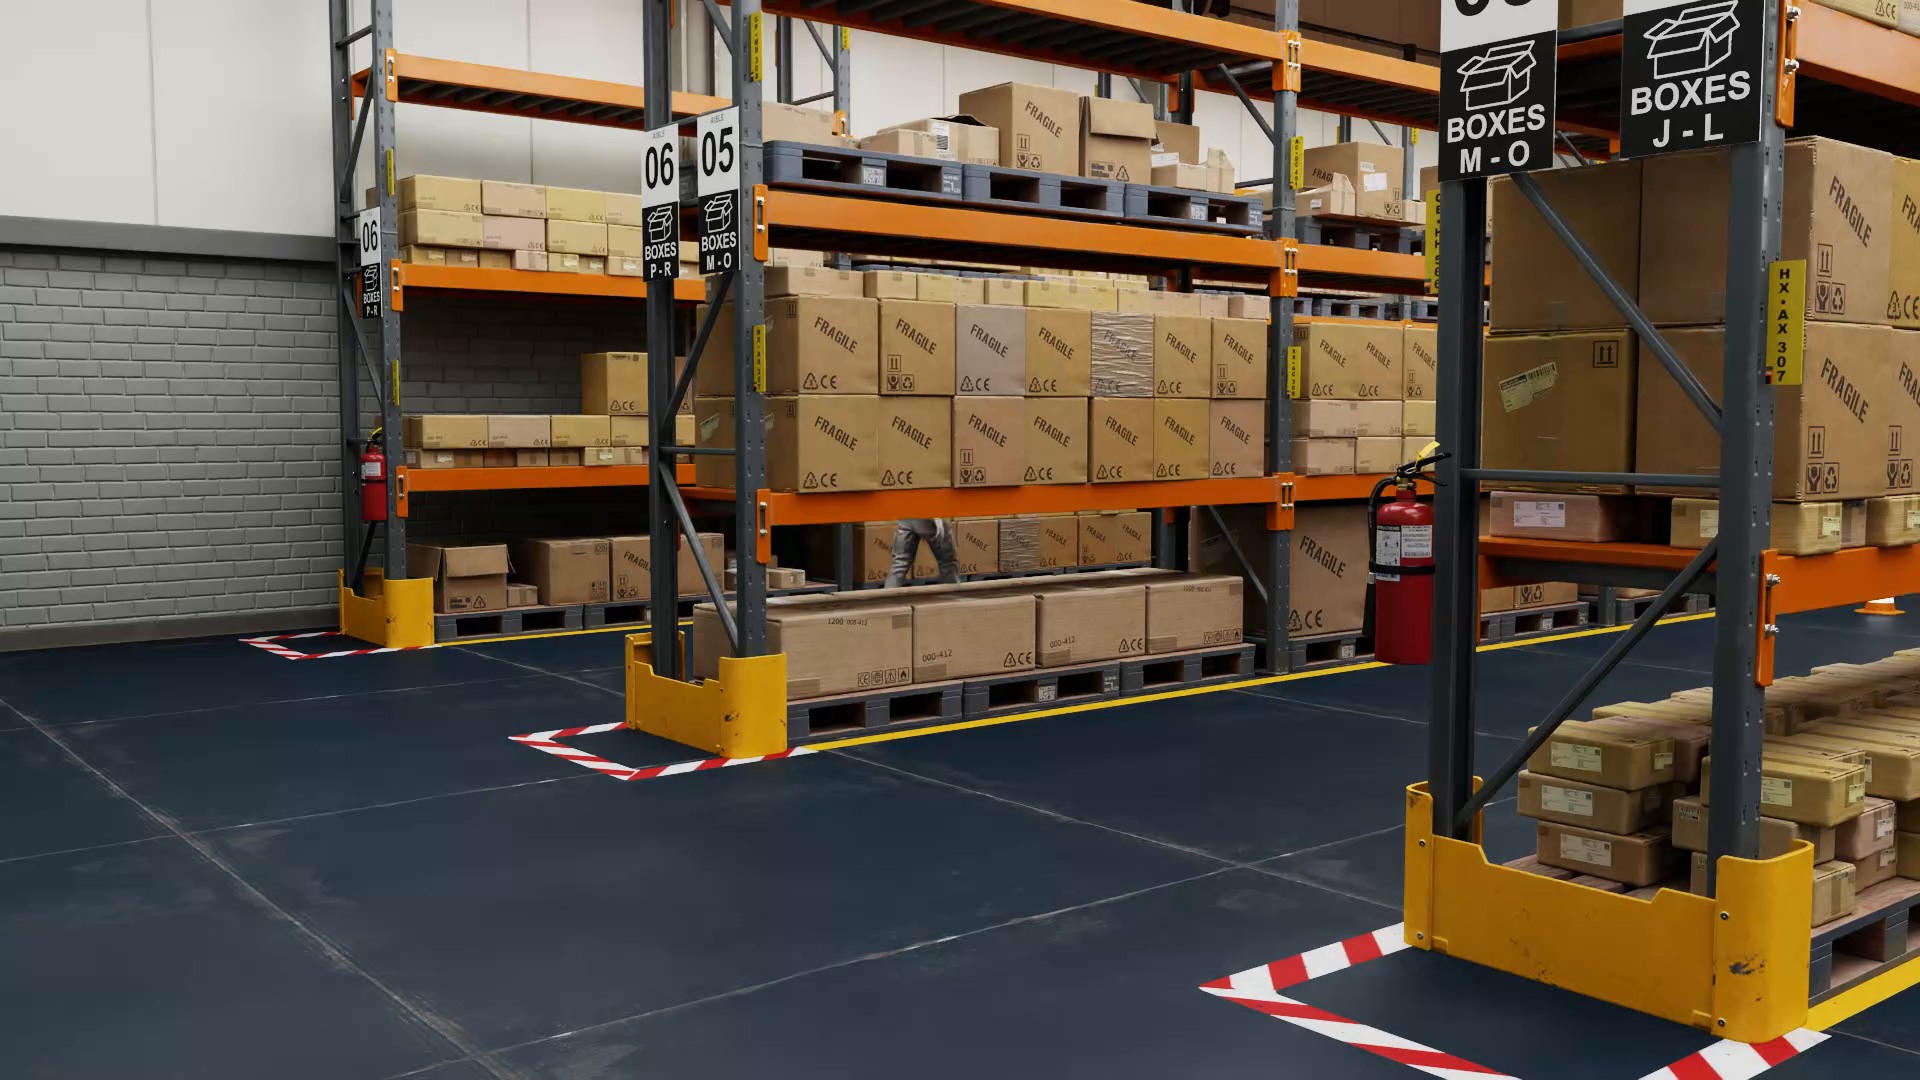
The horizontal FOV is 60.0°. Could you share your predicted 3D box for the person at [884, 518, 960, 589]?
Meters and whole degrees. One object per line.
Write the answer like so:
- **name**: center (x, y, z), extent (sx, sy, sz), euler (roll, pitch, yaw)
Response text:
- **person**: center (-0.239, -0.193, 13.137), extent (0.604, 1.735, 0.970), euler (3, 5, 35)
